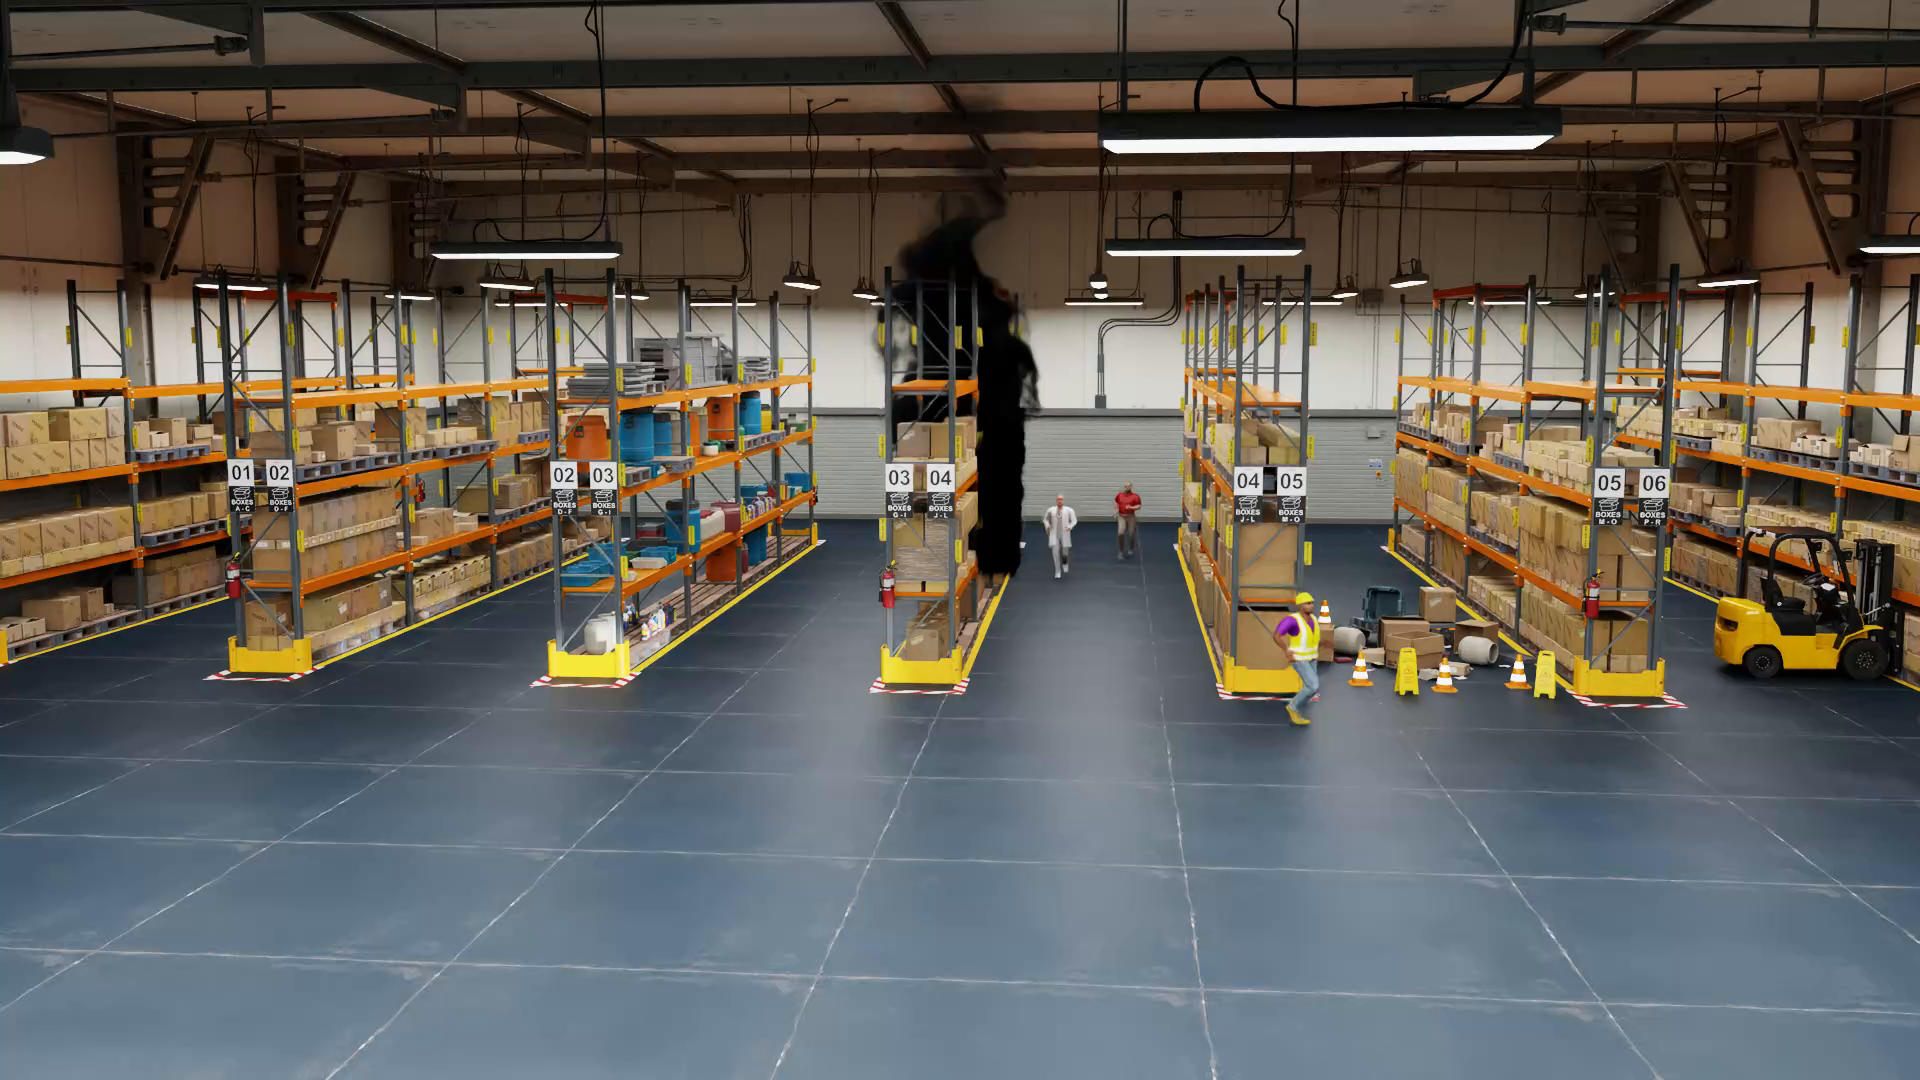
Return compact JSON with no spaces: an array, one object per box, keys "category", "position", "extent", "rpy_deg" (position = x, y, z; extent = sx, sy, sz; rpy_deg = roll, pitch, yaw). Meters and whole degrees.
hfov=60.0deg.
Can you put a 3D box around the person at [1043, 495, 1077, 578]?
[{"category":"person","position":[2.082,-0.085,34.827],"extent":[0.713,1.730,0.753],"rpy_deg":[1,7,8]}]

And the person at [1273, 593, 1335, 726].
[{"category":"person","position":[4.469,1.545,21.432],"extent":[0.704,1.732,0.596],"rpy_deg":[-6,9,-41]}]

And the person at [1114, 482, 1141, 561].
[{"category":"person","position":[3.793,-0.428,37.719],"extent":[0.630,1.787,0.763],"rpy_deg":[1,7,10]}]
